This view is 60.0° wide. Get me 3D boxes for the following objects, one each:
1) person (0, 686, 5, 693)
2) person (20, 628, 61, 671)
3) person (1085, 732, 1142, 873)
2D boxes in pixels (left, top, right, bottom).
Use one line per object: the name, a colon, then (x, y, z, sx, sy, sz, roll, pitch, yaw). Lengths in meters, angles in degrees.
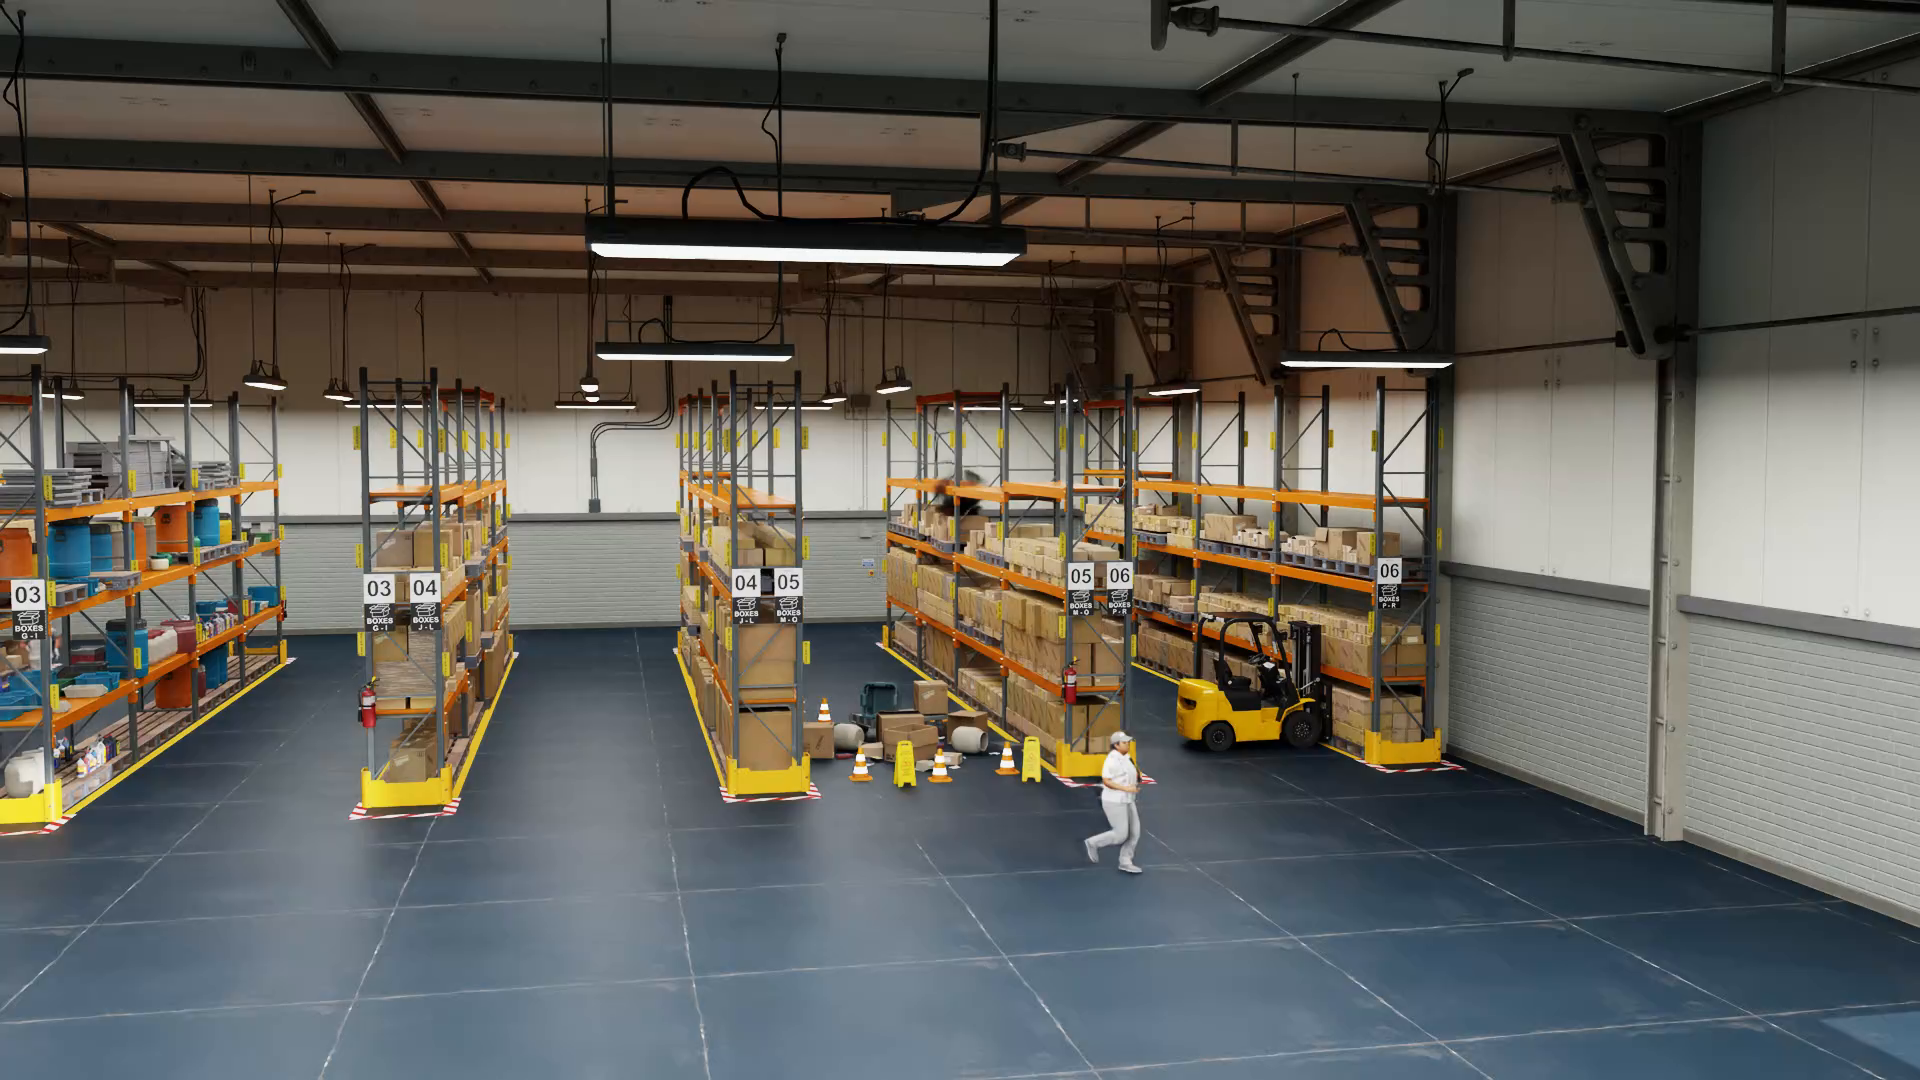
person: (-14.540, 2.722, 24.829, 0.550, 1.598, 0.544, -1, 3, -11)
person: (-17.174, 2.270, 31.035, 0.636, 1.823, 0.763, -1, 4, -20)
person: (1.812, 3.034, 19.352, 0.679, 1.630, 0.616, 2, 4, 28)
